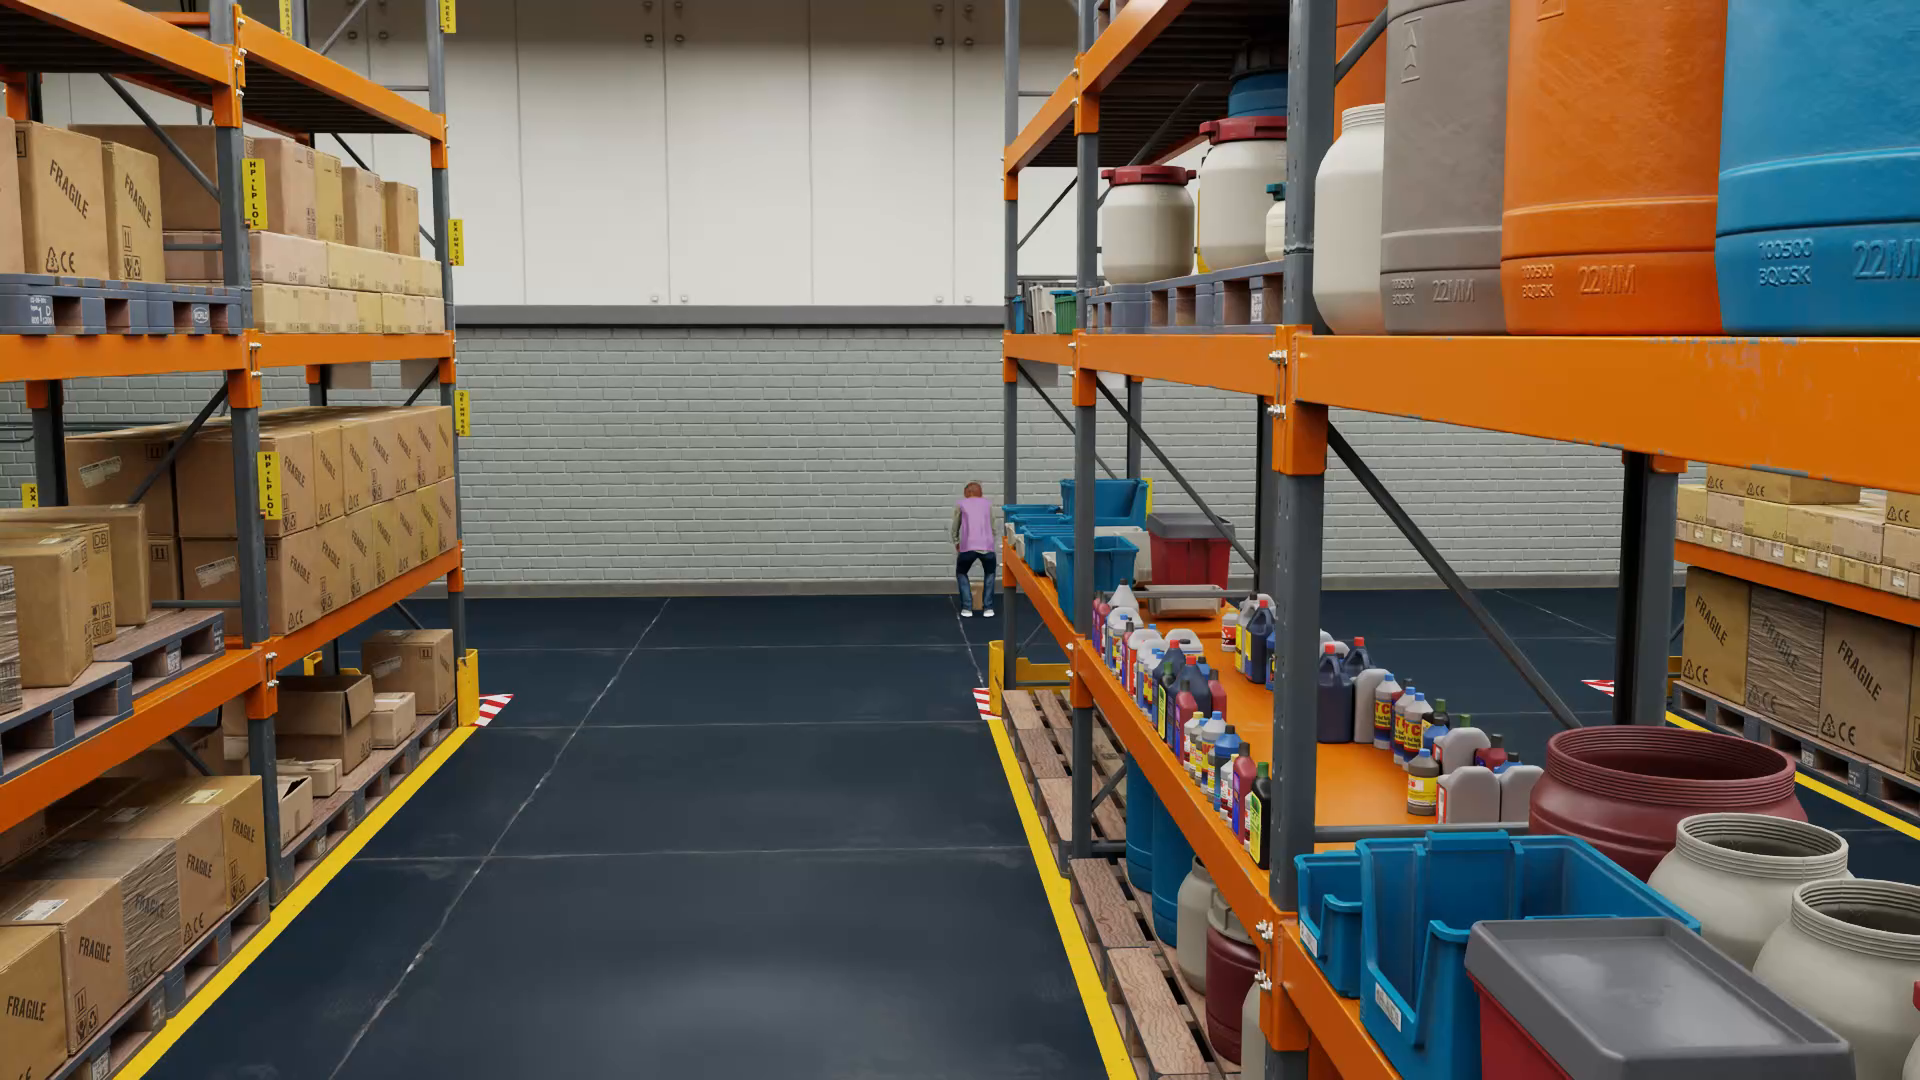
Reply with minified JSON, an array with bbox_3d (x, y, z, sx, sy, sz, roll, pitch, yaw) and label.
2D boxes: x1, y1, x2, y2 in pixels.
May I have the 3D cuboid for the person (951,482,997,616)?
[{"bbox_3d":[0.137,0.110,16.610,0.462,1.310,0.640,0,7,0],"label":"person"}]
